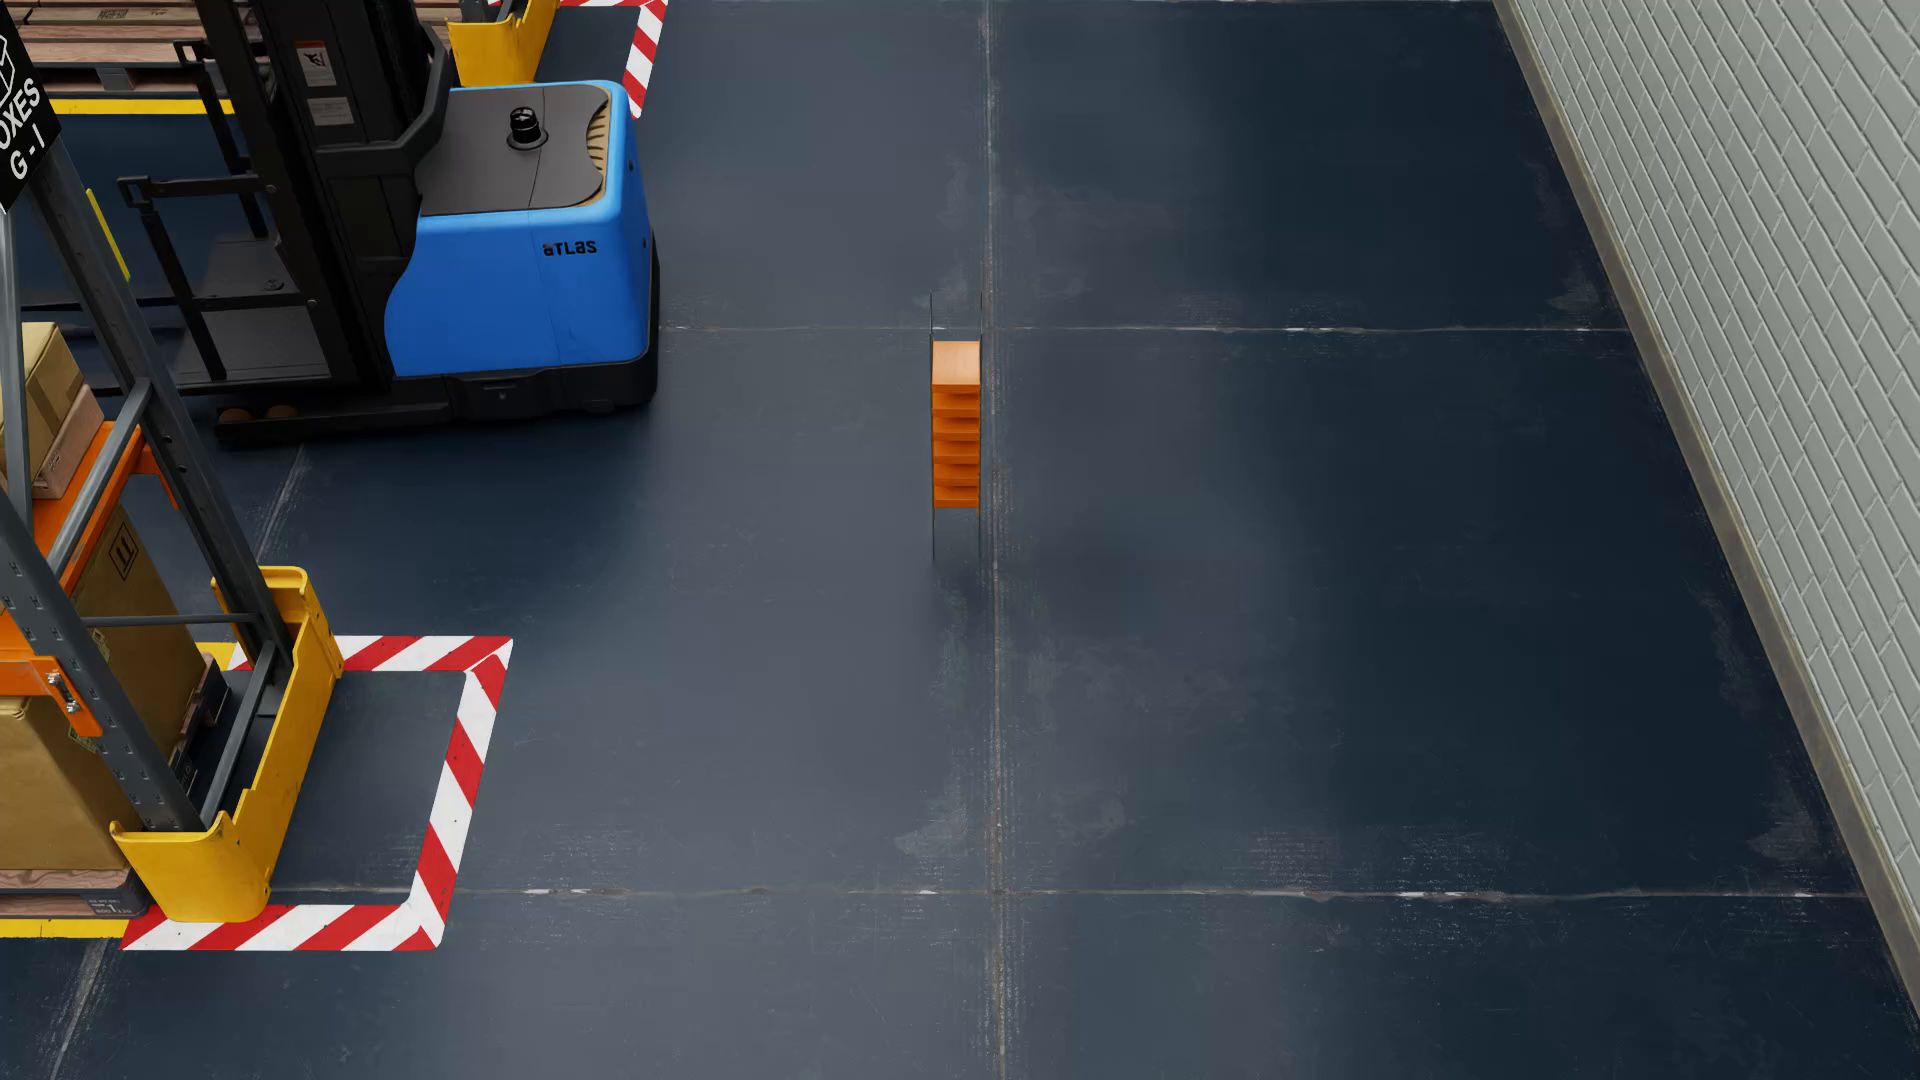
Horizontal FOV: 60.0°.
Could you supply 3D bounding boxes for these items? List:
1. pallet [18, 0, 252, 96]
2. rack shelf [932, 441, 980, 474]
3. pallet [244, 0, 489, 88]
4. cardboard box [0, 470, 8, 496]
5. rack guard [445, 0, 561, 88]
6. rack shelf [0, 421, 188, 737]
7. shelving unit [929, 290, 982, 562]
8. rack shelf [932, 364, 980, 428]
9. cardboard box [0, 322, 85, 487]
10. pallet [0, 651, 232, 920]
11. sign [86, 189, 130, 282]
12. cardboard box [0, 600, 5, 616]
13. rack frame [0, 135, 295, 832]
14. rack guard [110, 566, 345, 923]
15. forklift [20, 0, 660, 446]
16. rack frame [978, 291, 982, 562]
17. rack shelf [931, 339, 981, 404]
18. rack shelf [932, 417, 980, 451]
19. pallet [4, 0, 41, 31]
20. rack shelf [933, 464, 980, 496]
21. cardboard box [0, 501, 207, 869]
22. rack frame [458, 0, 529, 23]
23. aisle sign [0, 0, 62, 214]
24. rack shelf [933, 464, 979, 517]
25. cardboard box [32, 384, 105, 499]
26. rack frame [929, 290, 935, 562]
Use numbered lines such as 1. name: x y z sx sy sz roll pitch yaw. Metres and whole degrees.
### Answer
1. pallet: -4.583 -2.868 9.356 1.213 0.211 1.003 0 47 0
2. rack shelf: -0.014 -0.379 6.424 0.180 0.103 0.258 0 47 0
3. pallet: -3.366 -2.863 9.351 1.213 0.211 1.003 0 47 0
4. cardboard box: -3.046 -0.014 4.694 0.500 0.250 0.500 -1 47 0
5. rack guard: -2.518 -2.940 9.226 0.348 0.500 1.175 0 47 0
6. rack shelf: -4.560 0.083 5.196 4.000 0.370 1.077 0 47 0
7. shelving unit: -0.014 -0.409 6.392 0.189 1.200 0.258 0 47 0
8. rack shelf: -0.014 -0.542 6.248 0.180 0.103 0.258 0 47 0
9. cardboard box: -3.039 -0.406 5.059 0.500 0.250 0.500 -1 47 -1
10. pallet: -3.360 0.848 5.897 1.213 0.211 1.003 0 47 0
11. sign: -2.552 -0.885 4.960 0.005 0.325 0.100 0 47 0
12. cardboard box: -2.918 0.169 4.796 0.250 0.149 0.380 1 47 1
13. rack frame: -2.560 -0.157 4.927 0.127 3.000 1.000 0 47 0
14. rack guard: -2.536 0.695 5.842 0.348 0.500 1.175 0 47 0
15. forklift: -2.894 -1.815 6.518 3.031 2.935 1.130 -4 47 -4
16. rack frame: 0.077 -0.409 6.391 0.006 1.200 0.240 0 47 0
17. rack shelf: -0.014 -0.624 6.161 0.180 0.103 0.258 0 47 0
18. rack shelf: -0.014 -0.460 6.336 0.180 0.103 0.258 0 47 0
19. pallet: -5.806 -2.869 9.357 1.213 0.211 1.003 0 47 0
20. rack shelf: -0.014 -0.297 6.512 0.180 0.103 0.258 0 47 0
21. cardboard box: -3.201 0.481 5.499 0.875 0.875 0.875 0 47 0
22. rack frame: -2.542 -3.782 8.302 0.127 3.000 1.000 0 47 0
23. aisle sign: -2.487 -1.262 4.180 0.004 0.787 0.394 0 47 0
24. rack shelf: -0.014 -0.215 6.600 0.180 0.103 0.258 0 47 0
25. cardboard box: -2.914 -0.314 5.245 0.250 0.149 0.380 1 47 1
26. rack frame: -0.106 -0.409 6.392 0.006 1.200 0.240 0 47 0
